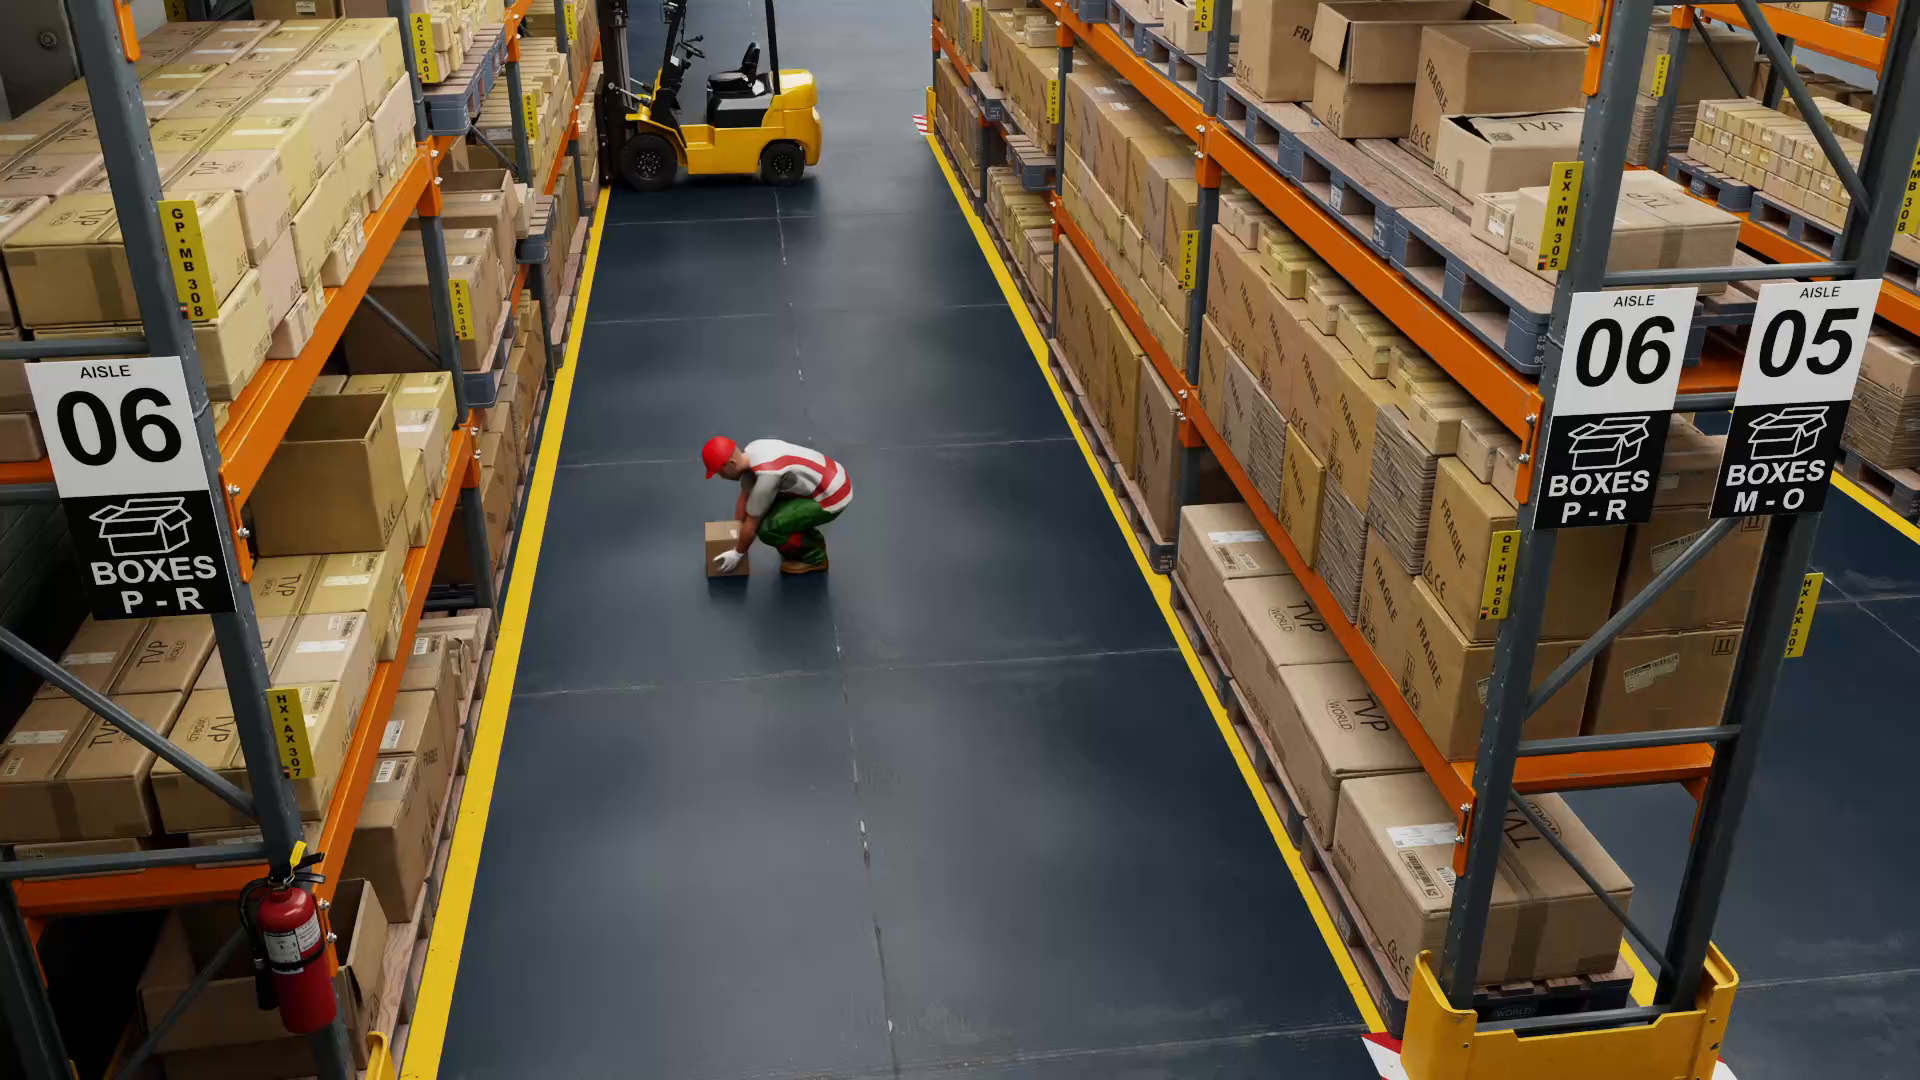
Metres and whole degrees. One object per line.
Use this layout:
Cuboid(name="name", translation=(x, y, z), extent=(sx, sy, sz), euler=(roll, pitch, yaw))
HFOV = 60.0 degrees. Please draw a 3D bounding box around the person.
Cuboid(name="person", translation=(-0.978, -0.662, 9.889), extent=(0.498, 1.794, 0.529), euler=(-4, 27, -8))
